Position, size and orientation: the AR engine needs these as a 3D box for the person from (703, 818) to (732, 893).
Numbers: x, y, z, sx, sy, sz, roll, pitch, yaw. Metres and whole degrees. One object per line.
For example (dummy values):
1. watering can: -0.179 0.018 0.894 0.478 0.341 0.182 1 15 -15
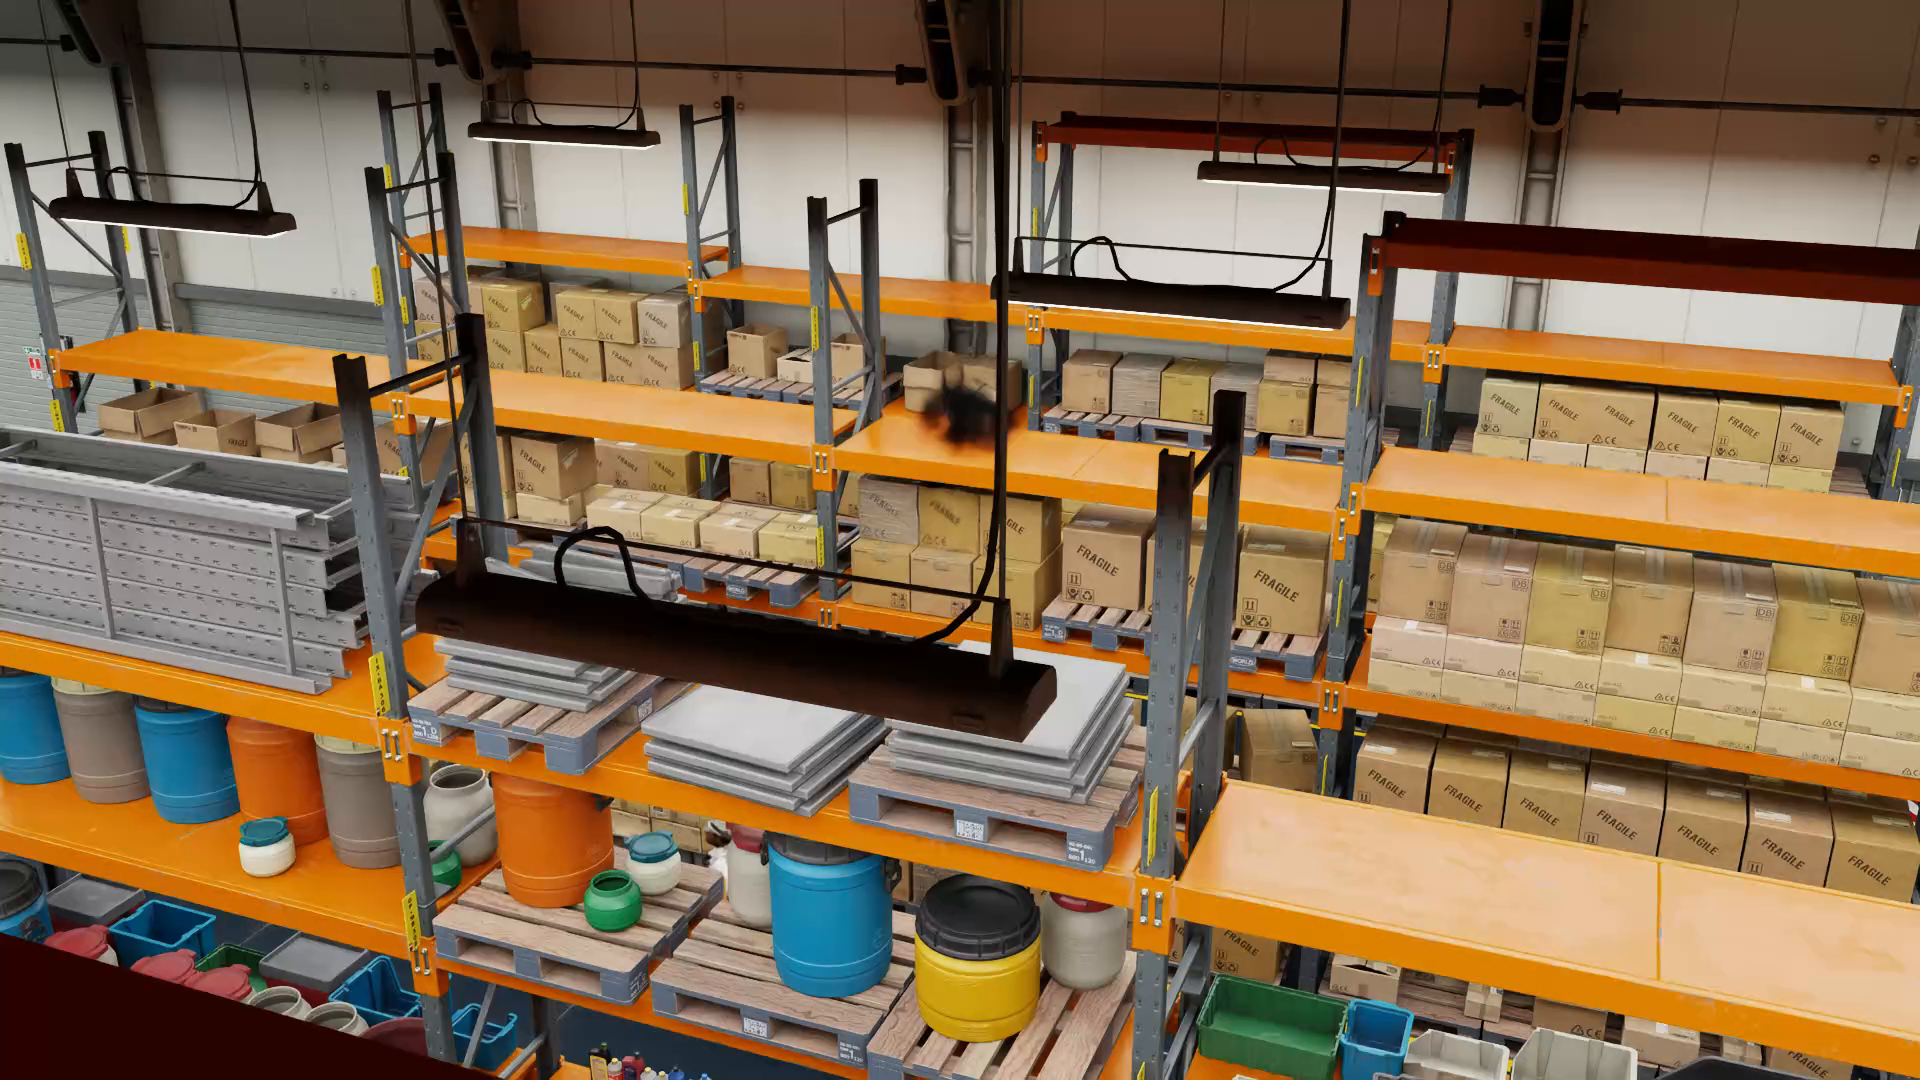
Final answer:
1. person: -1.736 2.740 12.147 0.580 1.713 0.576 6 22 16
